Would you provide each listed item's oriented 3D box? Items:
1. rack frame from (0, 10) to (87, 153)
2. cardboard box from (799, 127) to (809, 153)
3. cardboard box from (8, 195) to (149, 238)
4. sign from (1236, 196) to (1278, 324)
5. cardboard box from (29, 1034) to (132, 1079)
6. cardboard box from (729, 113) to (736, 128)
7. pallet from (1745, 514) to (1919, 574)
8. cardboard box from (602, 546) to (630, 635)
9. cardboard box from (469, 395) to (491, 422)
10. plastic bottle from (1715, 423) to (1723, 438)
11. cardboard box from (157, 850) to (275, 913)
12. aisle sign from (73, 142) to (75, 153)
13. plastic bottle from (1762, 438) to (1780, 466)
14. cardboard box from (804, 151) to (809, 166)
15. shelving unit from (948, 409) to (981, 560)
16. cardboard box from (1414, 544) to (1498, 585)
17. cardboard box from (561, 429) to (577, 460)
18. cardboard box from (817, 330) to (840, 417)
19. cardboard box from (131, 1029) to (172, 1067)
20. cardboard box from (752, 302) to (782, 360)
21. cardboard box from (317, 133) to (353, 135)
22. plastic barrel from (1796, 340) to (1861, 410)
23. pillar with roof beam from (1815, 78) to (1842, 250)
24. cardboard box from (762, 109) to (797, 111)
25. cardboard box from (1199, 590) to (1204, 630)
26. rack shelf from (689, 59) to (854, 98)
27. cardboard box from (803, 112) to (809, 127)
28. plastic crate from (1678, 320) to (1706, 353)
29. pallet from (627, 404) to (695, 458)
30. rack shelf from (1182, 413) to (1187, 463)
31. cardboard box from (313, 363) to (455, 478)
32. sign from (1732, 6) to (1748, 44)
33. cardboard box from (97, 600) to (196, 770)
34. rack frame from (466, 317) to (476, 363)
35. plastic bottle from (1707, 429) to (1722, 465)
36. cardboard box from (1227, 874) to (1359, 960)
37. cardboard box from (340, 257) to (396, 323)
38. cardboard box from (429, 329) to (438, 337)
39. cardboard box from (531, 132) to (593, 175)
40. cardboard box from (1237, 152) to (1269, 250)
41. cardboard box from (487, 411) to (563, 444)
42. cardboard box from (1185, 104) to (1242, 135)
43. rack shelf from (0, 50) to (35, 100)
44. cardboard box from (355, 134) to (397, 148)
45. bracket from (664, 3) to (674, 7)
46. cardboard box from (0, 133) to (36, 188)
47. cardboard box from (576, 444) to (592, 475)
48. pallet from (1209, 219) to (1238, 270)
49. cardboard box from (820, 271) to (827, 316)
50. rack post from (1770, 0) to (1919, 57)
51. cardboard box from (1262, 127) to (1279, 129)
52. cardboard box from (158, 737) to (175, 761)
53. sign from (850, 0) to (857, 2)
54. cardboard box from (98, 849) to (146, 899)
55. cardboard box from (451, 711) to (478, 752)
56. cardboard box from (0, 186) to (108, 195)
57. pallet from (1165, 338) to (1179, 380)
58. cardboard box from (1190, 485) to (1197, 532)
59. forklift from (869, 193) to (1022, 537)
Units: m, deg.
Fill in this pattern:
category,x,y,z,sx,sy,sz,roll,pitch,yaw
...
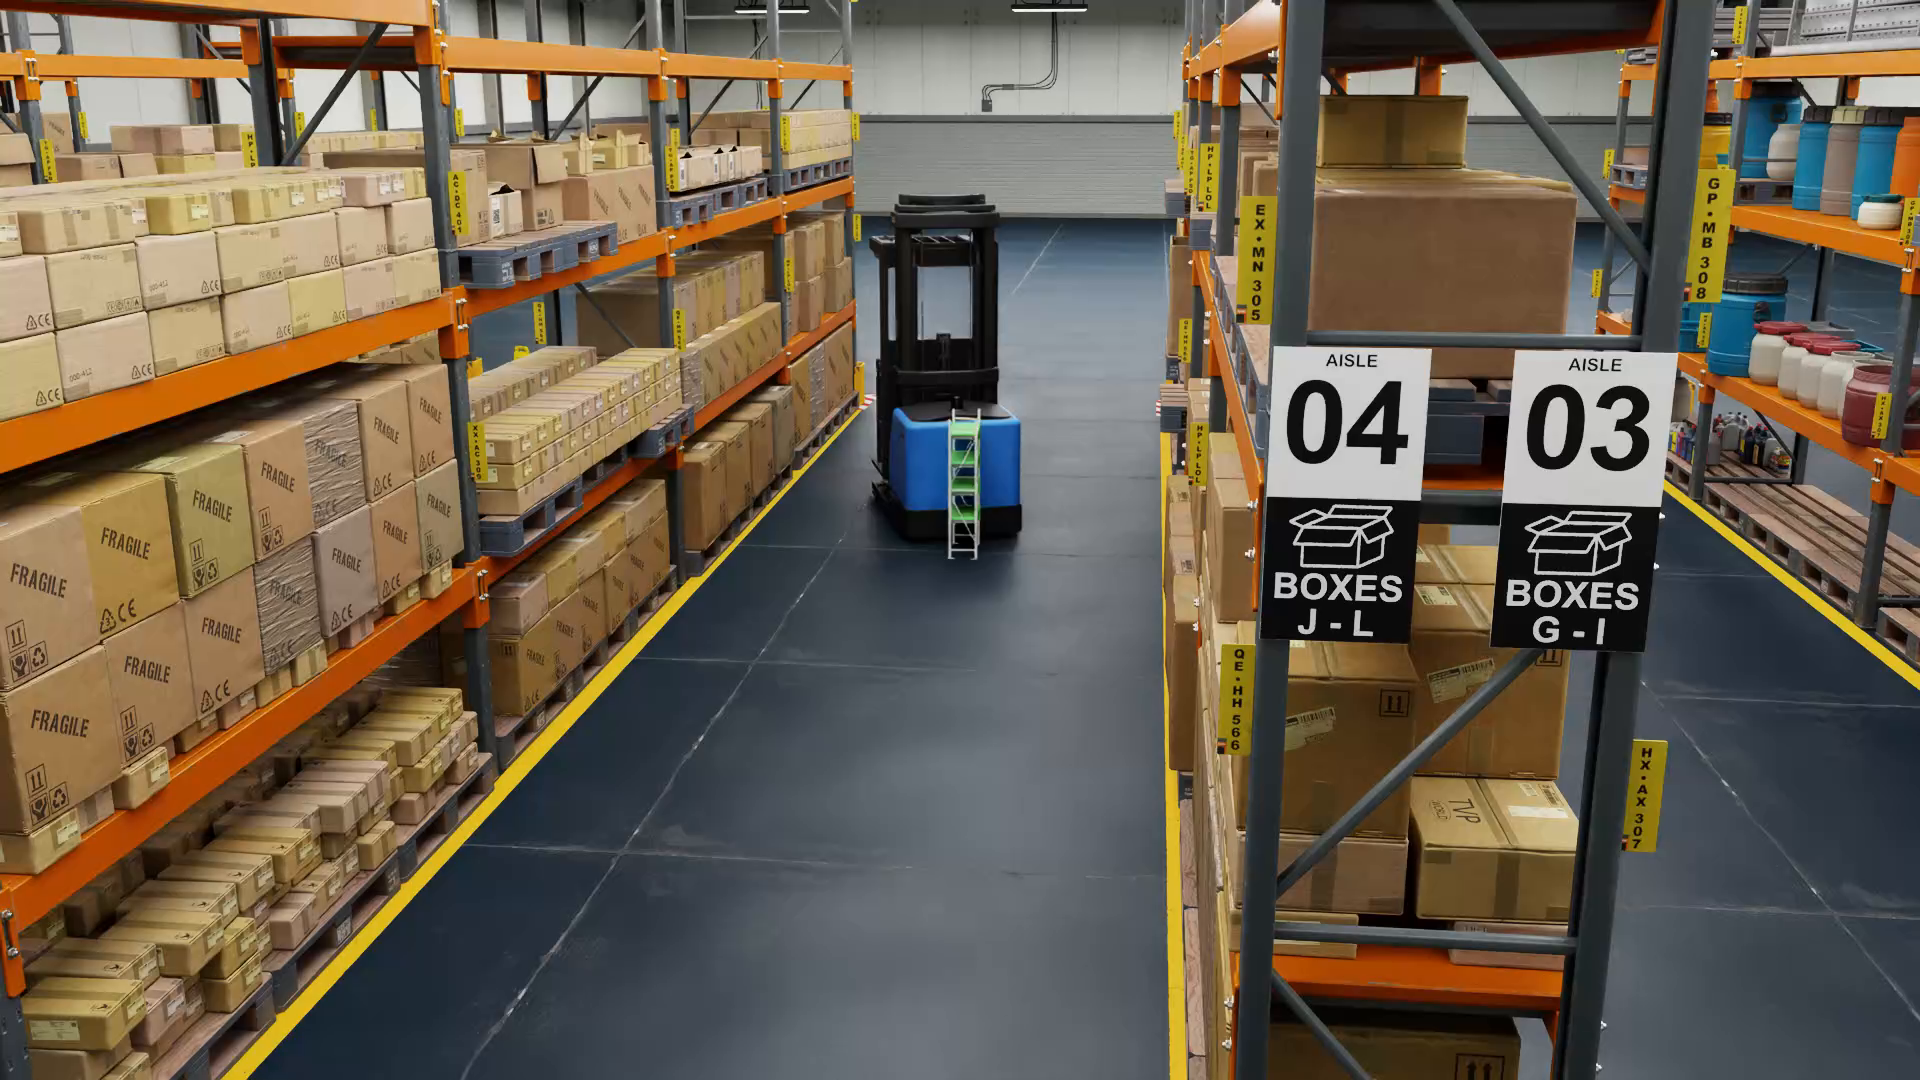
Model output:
category,x,y,z,sx,sy,sz,roll,pitch,yaw
rack frame,-11.668,-6.347,20.894,1.000,3.000,0.127,2,15,6
cardboard box,-1.868,-4.168,17.305,0.500,0.250,0.500,2,15,6
cardboard box,-3.246,-1.190,6.134,0.380,0.149,0.250,2,15,8
sign,0.768,-0.721,4.290,0.100,0.325,0.005,2,15,6
cardboard box,-3.297,1.865,6.104,0.380,0.149,0.250,2,15,9
cardboard box,-2.504,-4.281,16.959,0.380,0.149,0.250,2,15,6
pallet,7.396,0.038,14.118,1.003,0.211,1.213,2,15,6
cardboard box,-2.629,0.343,11.630,0.500,0.500,0.500,1,15,4
cardboard box,-3.187,-0.821,10.487,0.380,0.149,0.250,1,15,4
plastic bottle,8.064,-1.138,17.644,0.097,0.201,0.097,0,15,0
cardboard box,-3.161,1.449,7.074,0.380,0.149,0.250,2,15,8
aisle sign,-11.369,-4.714,21.369,0.394,0.787,0.004,2,15,6
plastic bottle,8.062,-0.882,16.554,0.152,0.276,0.135,2,15,8
cardboard box,-1.793,-4.008,17.475,0.380,0.149,0.250,1,15,5
shelving unit,0.040,-0.477,14.126,0.258,1.200,0.503,1,15,3
cardboard box,1.737,0.322,6.005,0.500,0.500,0.500,1,15,5
cardboard box,-2.573,-0.589,10.201,0.380,0.149,0.250,1,15,4
cardboard box,-1.914,-1.957,19.419,0.875,0.875,0.875,1,15,5
cardboard box,-3.286,1.941,6.396,0.380,0.149,0.250,2,15,6
cardboard box,-2.050,-2.054,16.319,0.500,0.500,0.500,2,15,6
cardboard box,-7.226,-4.607,19.160,0.380,0.149,0.250,2,15,8
plastic barrel,7.124,-1.352,13.654,0.433,0.535,0.433,0,15,0
pillar with roof beam,17.088,-11.616,40.382,9.100,9.000,0.400,2,15,6
cardboard box,-2.159,-5.071,19.882,0.380,0.149,0.250,2,15,7
cardboard box,1.364,0.355,8.084,0.380,0.149,0.250,1,15,4
rack shelf,-2.031,-5.023,18.143,1.077,0.370,4.000,2,15,6
cardboard box,-1.793,-4.393,17.374,0.380,0.149,0.250,1,15,5
plastic crate,7.436,-2.054,16.795,0.499,0.251,0.616,2,15,6
pallet,-2.683,-0.831,12.354,1.213,0.211,1.003,2,15,6
rack shelf,2.434,-1.110,14.400,1.077,0.370,4.000,2,15,6
cardboard box,-2.944,-0.618,8.525,0.500,0.500,0.500,1,15,4
sign,7.036,-4.645,14.999,0.100,0.325,0.005,2,15,6
cardboard box,-3.251,0.524,6.216,0.500,0.500,0.500,2,15,6
rack frame,-6.735,-3.306,21.140,1.000,3.000,0.127,2,15,6
plastic bottle,7.511,-0.935,16.606,0.144,0.351,0.185,2,15,6
cardboard box,1.019,1.155,5.124,0.380,0.149,0.250,2,15,7
cardboard box,-3.015,-1.185,7.838,0.500,0.250,0.500,2,15,6
cardboard box,-6.541,-2.543,20.105,0.380,0.149,0.250,2,15,8
cardboard box,-2.621,-2.530,10.868,0.396,0.266,0.258,2,15,6
cardboard box,1.813,-1.751,8.649,0.700,0.500,0.500,2,15,8
cardboard box,-2.601,-0.670,9.930,0.380,0.149,0.250,2,15,7
cardboard box,2.457,-3.982,16.175,0.500,0.500,0.500,1,15,5
rack shelf,-7.864,-3.068,10.912,1.077,0.370,4.000,2,15,6
cardboard box,-6.620,-4.522,18.846,0.380,0.149,0.250,2,15,8
bracket,-8.656,-16.270,50.696,0.076,0.066,3.189,2,15,6
cardboard box,-7.531,-2.829,12.629,0.797,0.503,0.637,1,15,3
cardboard box,-2.543,-0.512,10.484,0.380,0.149,0.250,1,15,4
pallet,2.065,-1.837,10.324,1.003,0.211,1.213,2,15,9
cardboard box,-2.031,-2.876,19.264,0.875,0.550,0.550,2,15,6
rack post,7.444,-4.310,12.977,1.013,1.000,3.121,2,15,6
cardboard box,2.578,-2.922,12.826,0.500,0.500,0.500,2,15,7
cardboard box,-3.285,0.804,6.424,0.380,0.149,0.250,2,15,9
sign,-1.268,-6.551,19.710,0.100,0.325,0.005,2,15,6
cardboard box,-3.747,1.434,7.128,0.380,0.149,0.250,2,15,8
cardboard box,-2.879,1.047,9.130,0.380,0.149,0.250,2,15,7
cardboard box,-3.670,-1.339,6.686,0.380,0.149,0.250,1,15,5
pallet,2.429,-1.690,15.532,1.003,0.211,1.213,2,15,6
cardboard box,1.653,-0.343,9.992,0.500,0.500,0.500,2,15,6
forklift,-0.240,-1.776,15.616,1.130,2.935,3.031,-3,15,-11
